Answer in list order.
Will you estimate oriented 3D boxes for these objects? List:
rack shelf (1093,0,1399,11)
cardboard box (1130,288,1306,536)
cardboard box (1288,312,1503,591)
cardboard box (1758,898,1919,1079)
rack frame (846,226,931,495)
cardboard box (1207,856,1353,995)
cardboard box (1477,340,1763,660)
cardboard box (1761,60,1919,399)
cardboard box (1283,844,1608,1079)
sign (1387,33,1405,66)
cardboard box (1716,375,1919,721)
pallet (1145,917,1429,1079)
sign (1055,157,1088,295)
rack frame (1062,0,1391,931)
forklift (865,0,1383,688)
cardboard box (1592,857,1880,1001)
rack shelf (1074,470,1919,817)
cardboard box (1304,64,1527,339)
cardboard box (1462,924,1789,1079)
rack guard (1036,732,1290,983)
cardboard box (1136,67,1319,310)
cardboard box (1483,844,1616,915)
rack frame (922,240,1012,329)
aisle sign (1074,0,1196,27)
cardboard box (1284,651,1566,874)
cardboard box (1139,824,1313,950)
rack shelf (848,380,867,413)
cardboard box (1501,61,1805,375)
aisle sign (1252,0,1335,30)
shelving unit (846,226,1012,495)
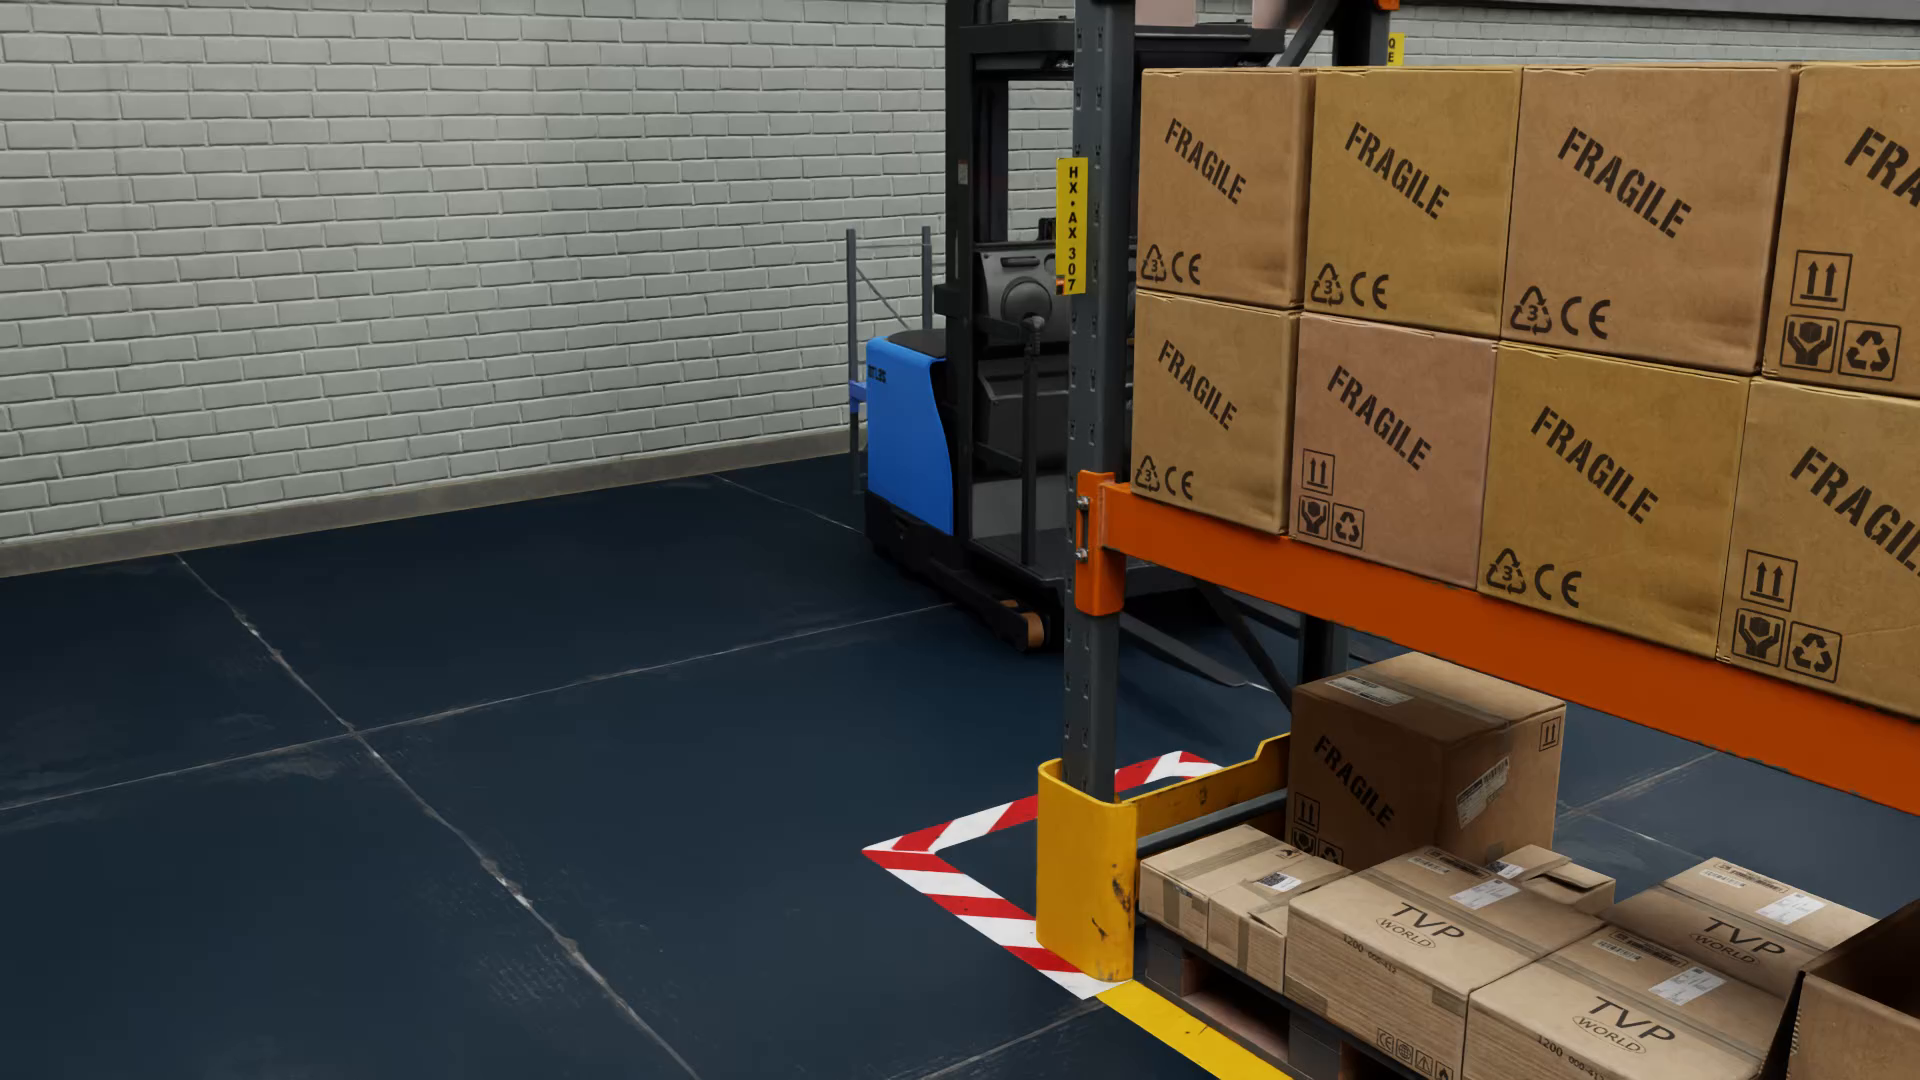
[{"bbox_3d":[1.888,-1.099,2.589,1.077,0.370,4.000,-11,19,-35],"label":"rack shelf"},{"bbox_3d":[0.759,-0.339,3.942,0.500,0.500,0.500,-10,18,-33],"label":"cardboard box"},{"bbox_3d":[1.067,-0.229,3.542,0.500,0.500,0.500,-11,19,-35],"label":"cardboard box"},{"bbox_3d":[1.955,1.020,3.064,0.797,0.503,0.637,-11,19,-35],"label":"cardboard box"},{"bbox_3d":[-0.395,-1.014,9.441,0.500,1.500,0.032,-7,17,-24],"label":"rack frame"},{"bbox_3d":[0.827,0.924,4.050,0.380,0.166,0.250,-11,19,-35],"label":"cardboard box"},{"bbox_3d":[1.360,-0.122,3.149,0.500,0.500,0.500,-11,19,-35],"label":"cardboard box"},{"bbox_3d":[1.663,-0.494,2.617,0.500,0.500,0.500,-11,19,-35],"label":"cardboard box"},{"bbox_3d":[1.096,0.955,3.780,0.500,0.250,0.500,-11,19,-35],"label":"cardboard box"},{"bbox_3d":[1.173,-1.219,4.555,0.100,0.325,0.005,-11,19,-35],"label":"sign"},{"bbox_3d":[1.652,-0.015,2.758,0.500,0.500,0.500,-11,19,-34],"label":"cardboard box"},{"bbox_3d":[1.226,1.105,4.138,1.003,0.211,1.213,-11,19,-35],"label":"pallet"},{"bbox_3d":[0.273,-0.759,4.028,0.100,0.325,0.005,-11,19,-35],"label":"sign"},{"bbox_3d":[0.712,-0.426,4.451,1.000,3.000,0.127,-11,19,-35],"label":"rack frame"},{"bbox_3d":[0.611,-1.082,6.977,1.130,2.935,3.031,-7,17,-24],"label":"forklift"},{"bbox_3d":[1.765,0.973,3.713,0.500,0.250,0.500,-11,19,-35],"label":"cardboard box"},{"bbox_3d":[1.888,0.348,2.985,1.077,0.370,4.000,-11,19,-35],"label":"rack shelf"},{"bbox_3d":[1.073,-0.710,3.406,0.500,0.500,0.500,-11,19,-34],"label":"cardboard box"},{"bbox_3d":[1.390,1.062,3.390,0.500,0.250,0.500,-11,19,-35],"label":"cardboard box"},{"bbox_3d":[0.756,0.796,4.721,1.175,0.500,0.348,-11,19,-35],"label":"rack guard"},{"bbox_3d":[0.759,-0.821,3.810,0.500,0.500,0.500,-10,18,-33],"label":"cardboard box"},{"bbox_3d":[1.396,0.907,4.115,0.380,0.166,0.250,-11,19,-35],"label":"cardboard box"},{"bbox_3d":[0.042,-0.772,8.555,0.500,1.500,0.032,-7,17,-24],"label":"rack frame"},{"bbox_3d":[0.434,-1.649,3.994,0.394,0.787,0.004,-11,19,-35],"label":"aisle sign"},{"bbox_3d":[1.231,0.645,4.438,0.500,0.500,0.500,-11,19,-35],"label":"cardboard box"},{"bbox_3d":[0.680,0.880,4.247,0.380,0.149,0.250,-11,19,-35],"label":"cardboard box"},{"bbox_3d":[-0.176,-0.720,9.046,0.538,0.185,1.000,-7,17,-24],"label":"rack shelf"},{"bbox_3d":[1.363,-0.603,3.013,0.500,0.500,0.500,-11,19,-34],"label":"cardboard box"},{"bbox_3d":[0.919,-1.742,4.334,0.394,0.787,0.004,-11,19,-35],"label":"aisle sign"},{"bbox_3d":[-0.176,-0.893,8.998,0.538,1.500,1.048,-7,17,-24],"label":"shelving unit"}]
